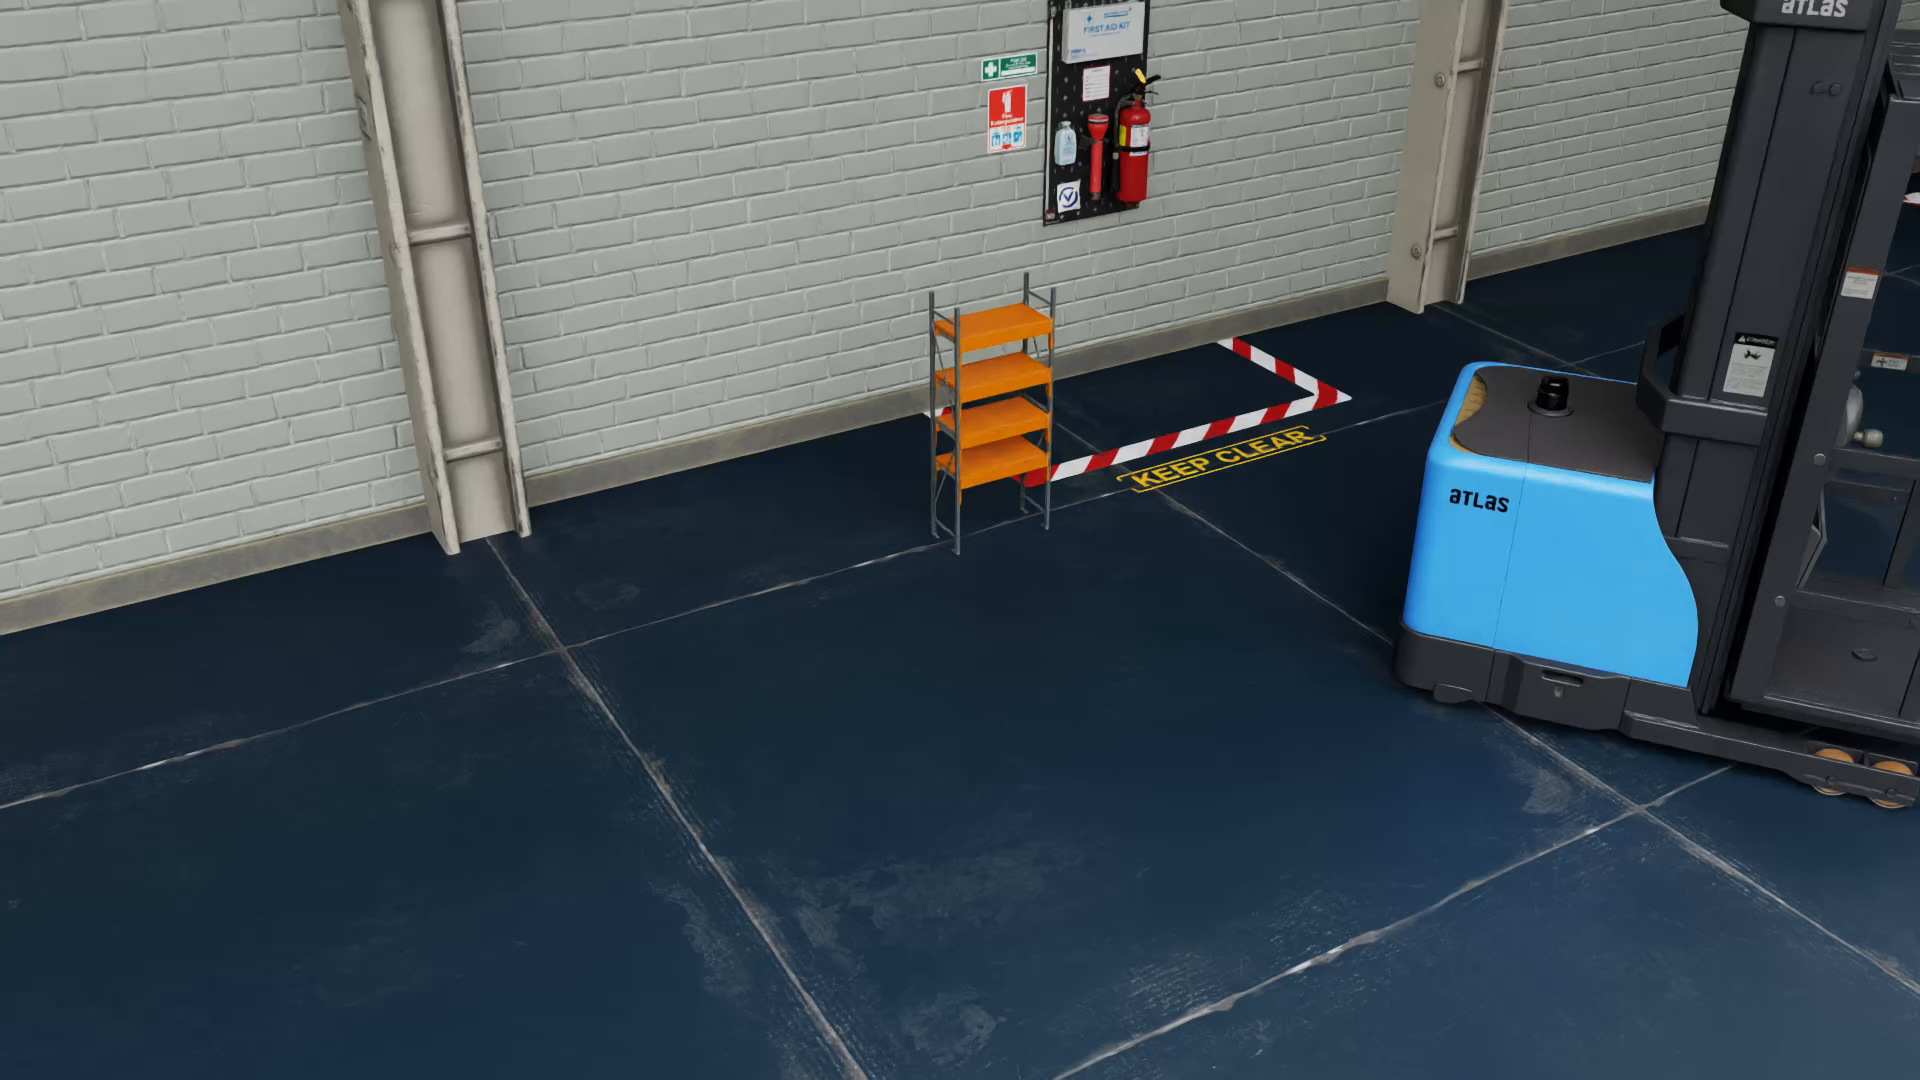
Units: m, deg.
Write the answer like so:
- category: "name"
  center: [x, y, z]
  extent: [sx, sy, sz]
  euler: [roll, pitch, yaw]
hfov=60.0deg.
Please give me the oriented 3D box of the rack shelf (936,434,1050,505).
- category: "rack shelf"
  center: [0.143, -0.333, 7.662]
  extent: [0.480, 0.148, 0.258]
  euler: [-16, 33, -26]

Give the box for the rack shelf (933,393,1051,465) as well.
- category: "rack shelf"
  center: [0.143, -0.507, 7.566]
  extent: [0.480, 0.148, 0.258]
  euler: [-16, 33, -26]

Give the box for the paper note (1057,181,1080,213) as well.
- category: "paper note"
  center: [0.583, -1.834, 8.880]
  extent: [0.142, 0.148, 0.016]
  euler: [-16, 33, -26]

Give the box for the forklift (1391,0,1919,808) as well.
- category: "forklift"
  center: [3.290, -0.609, 5.819]
  extent: [3.031, 2.935, 1.130]
  euler: [12, 31, 20]

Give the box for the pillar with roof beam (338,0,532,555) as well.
- category: "pillar with roof beam"
  center: [-0.072, -2.188, 2.400]
  extent: [0.400, 9.000, 9.100]
  euler: [-16, 33, -26]

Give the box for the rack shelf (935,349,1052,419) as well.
- category: "rack shelf"
  center: [0.143, -0.703, 7.458]
  extent: [0.480, 0.148, 0.258]
  euler: [-16, 33, -26]

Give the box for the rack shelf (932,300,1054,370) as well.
- category: "rack shelf"
  center: [0.143, -0.910, 7.344]
  extent: [0.480, 0.148, 0.258]
  euler: [-16, 33, -26]

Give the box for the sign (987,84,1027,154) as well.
- category: "sign"
  center: [0.241, -2.157, 8.518]
  extent: [0.234, 0.329, 0.001]
  euler: [-16, 33, -26]

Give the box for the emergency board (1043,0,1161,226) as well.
- category: "emergency board"
  center: [0.770, -2.234, 8.694]
  extent: [0.643, 1.169, 0.194]
  euler: [-16, 33, -26]

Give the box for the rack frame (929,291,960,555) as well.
- category: "rack frame"
  center: [-0.068, -0.506, 7.425]
  extent: [0.015, 1.200, 0.240]
  euler: [-16, 33, -26]

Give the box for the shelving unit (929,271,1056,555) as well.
- category: "shelving unit"
  center: [0.143, -0.566, 7.534]
  extent: [0.503, 1.200, 0.258]
  euler: [-16, 33, -26]

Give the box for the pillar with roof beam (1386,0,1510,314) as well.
- category: "pillar with roof beam"
  center: [5.101, -3.656, 5.062]
  extent: [0.400, 9.000, 9.100]
  euler: [-16, 33, -26]

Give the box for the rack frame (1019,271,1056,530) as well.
- category: "rack frame"
  center: [0.353, -0.626, 7.642]
  extent: [0.015, 1.200, 0.240]
  euler: [-16, 33, -26]

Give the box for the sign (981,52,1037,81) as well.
- category: "sign"
  center: [0.250, -2.387, 8.385]
  extent: [0.331, 0.109, 0.001]
  euler: [-16, 33, -26]
